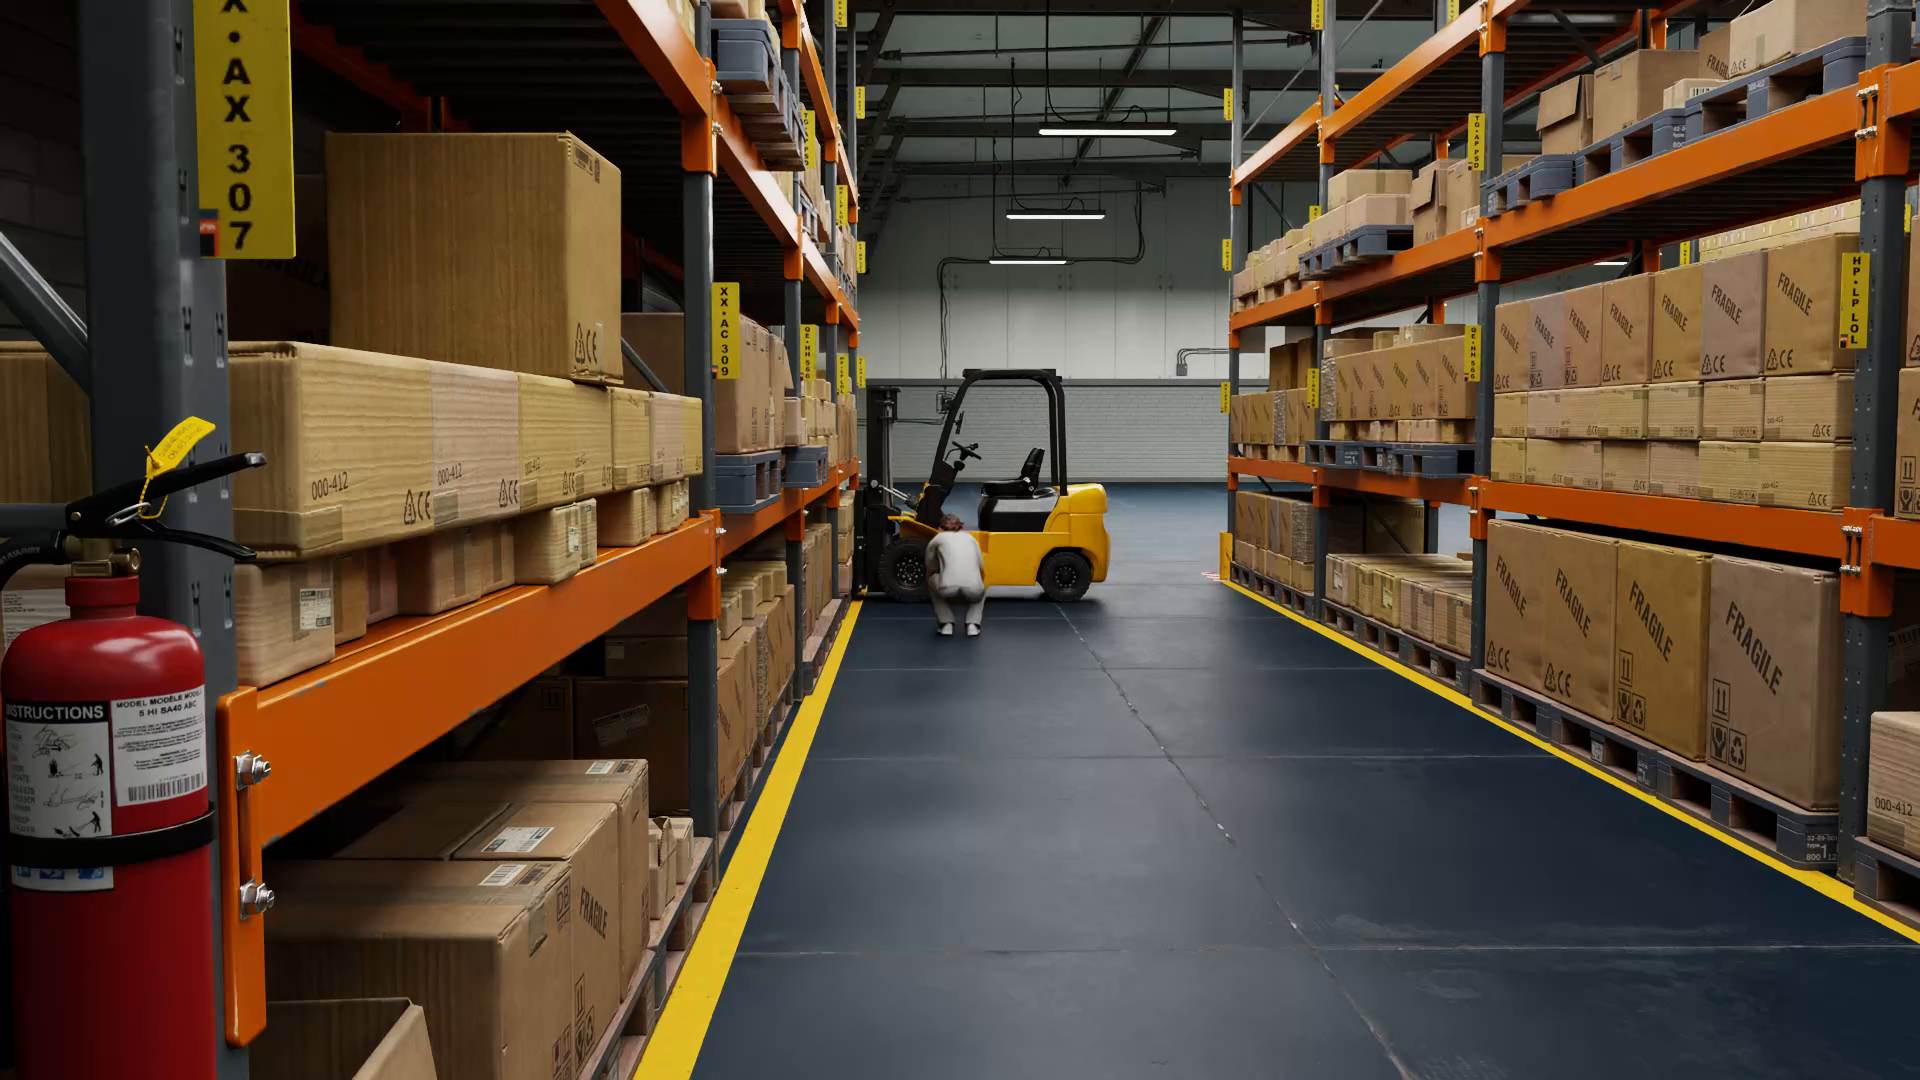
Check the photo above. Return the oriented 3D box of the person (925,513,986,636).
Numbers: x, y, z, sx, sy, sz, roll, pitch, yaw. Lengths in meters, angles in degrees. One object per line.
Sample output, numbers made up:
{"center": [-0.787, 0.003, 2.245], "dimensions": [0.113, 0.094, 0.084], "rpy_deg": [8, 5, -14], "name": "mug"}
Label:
{"center": [-0.034, 0.267, 13.088], "dimensions": [0.492, 0.933, 0.798], "rpy_deg": [0, 4, -1], "name": "person"}
